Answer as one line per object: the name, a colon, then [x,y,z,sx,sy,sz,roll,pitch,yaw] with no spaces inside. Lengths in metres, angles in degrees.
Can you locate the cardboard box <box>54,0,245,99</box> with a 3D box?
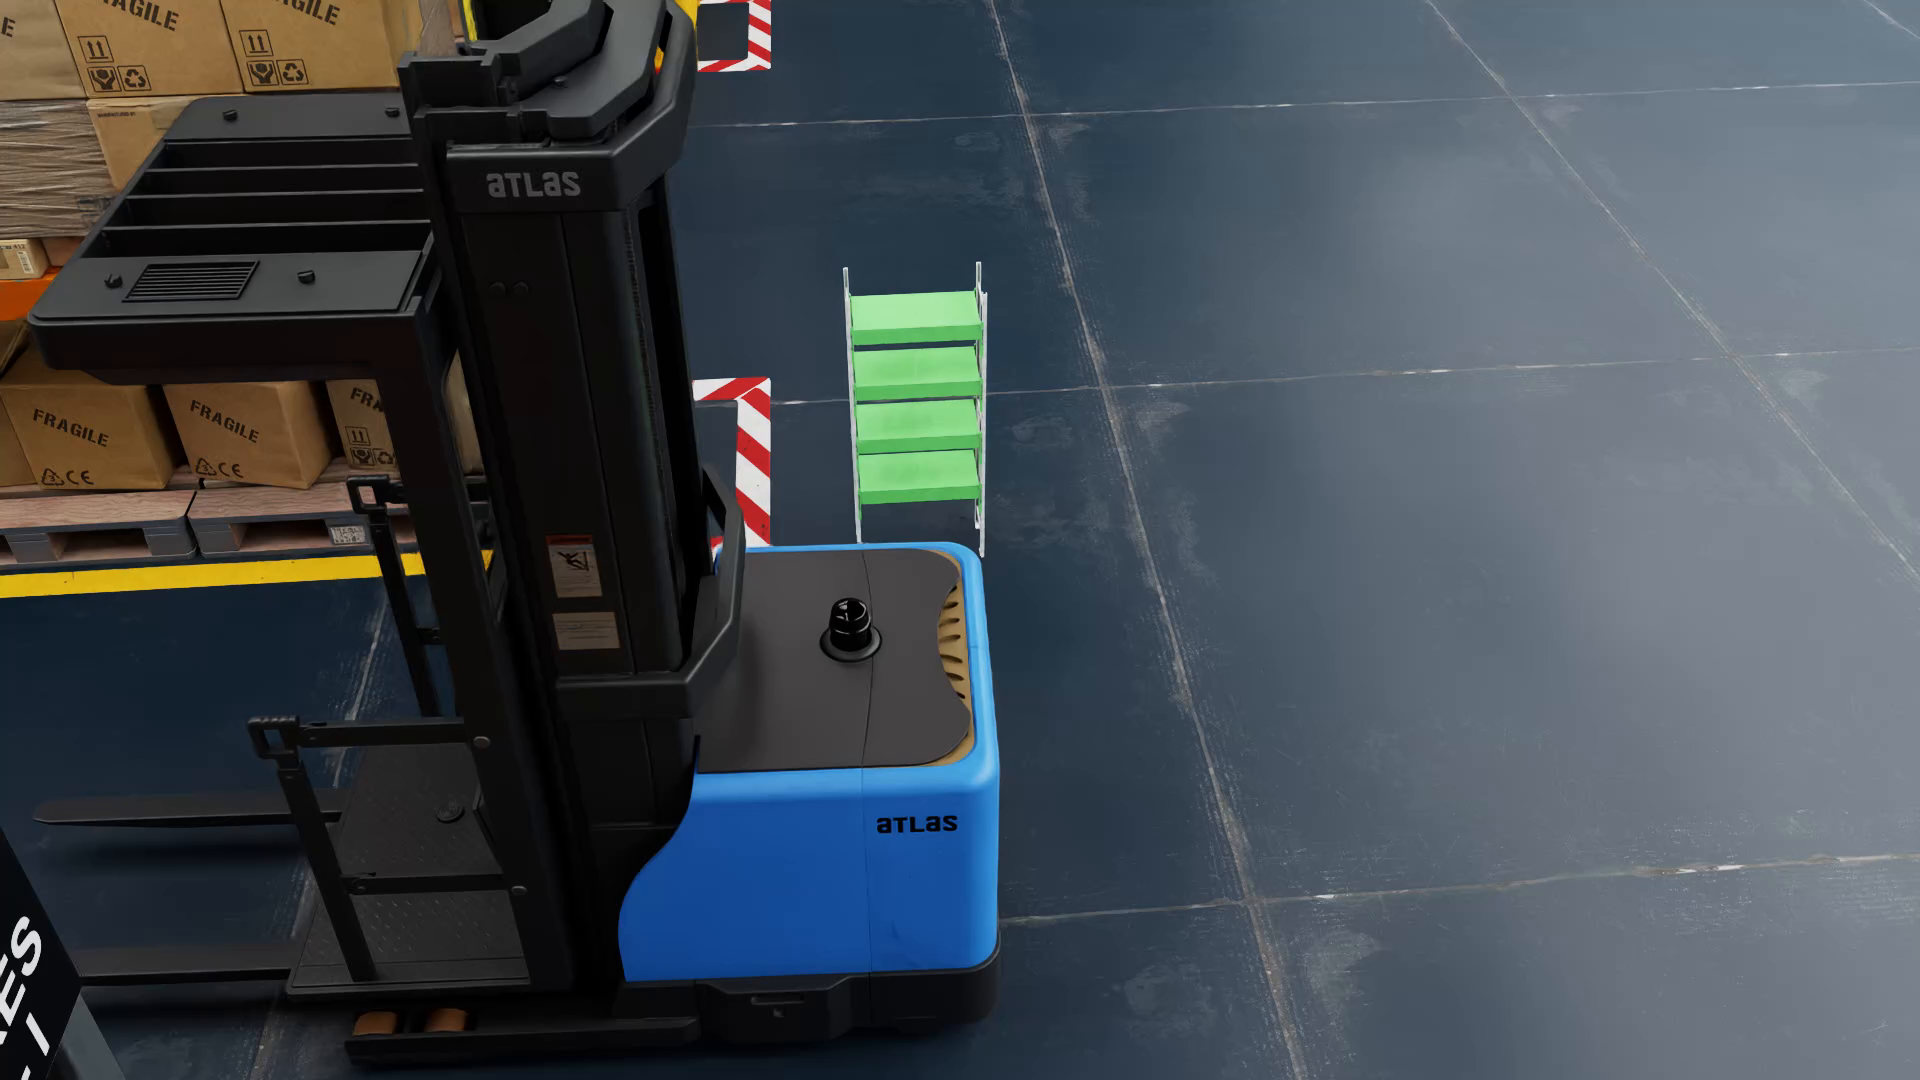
cardboard box: [-2.621,-1.802,5.484,0.500,0.500,0.500,-3,38,-4]

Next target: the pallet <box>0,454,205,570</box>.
pallet: [-3.698,-0.280,6.935,1.213,0.211,1.003,-3,38,-4]

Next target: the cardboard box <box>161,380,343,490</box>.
cardboard box: [-2.814,-0.572,6.733,0.500,0.500,0.500,6,39,8]

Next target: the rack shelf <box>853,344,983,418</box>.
rack shelf: [-0.165,-0.600,6.258,0.480,0.148,0.258,-3,38,-4]

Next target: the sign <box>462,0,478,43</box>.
sign: [-1.568,-1.702,5.295,0.005,0.325,0.100,-3,38,-4]

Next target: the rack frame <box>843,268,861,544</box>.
rack frame: [-0.408,-0.449,6.350,0.015,1.200,0.240,-3,38,-4]

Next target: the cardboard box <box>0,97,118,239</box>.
cardboard box: [-3.137,-1.507,5.918,0.500,0.500,0.875,-3,38,-4]

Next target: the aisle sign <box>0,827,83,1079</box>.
aisle sign: [-1.113,0.384,1.743,0.004,0.787,0.394,-3,38,-4]

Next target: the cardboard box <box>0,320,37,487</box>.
cardboard box: [-3.999,-0.547,6.700,0.500,0.500,0.500,-6,39,-8]

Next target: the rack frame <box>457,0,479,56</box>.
rack frame: [-1.598,-1.467,6.187,0.127,3.000,1.000,-3,38,-4]

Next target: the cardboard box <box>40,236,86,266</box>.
cardboard box: [-3.107,-1.146,5.984,0.250,0.149,0.380,-3,38,-4]

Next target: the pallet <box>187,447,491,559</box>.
pallet: [-2.486,-0.345,7.017,1.213,0.211,1.003,-3,38,-4]

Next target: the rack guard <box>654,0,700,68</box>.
rack guard: [-1.912,-3.553,10.849,0.348,0.500,1.175,-3,38,-4]

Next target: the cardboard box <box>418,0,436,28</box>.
cardboard box: [-2.170,-2.153,5.929,0.500,0.500,0.500,-3,38,-4]

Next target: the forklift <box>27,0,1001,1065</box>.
forklift: [-1.417,0.033,4.342,3.031,2.935,1.130,-2,38,-2]

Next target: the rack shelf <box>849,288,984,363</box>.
rack shelf: [-0.165,-0.789,6.109,0.480,0.148,0.258,-3,38,-4]

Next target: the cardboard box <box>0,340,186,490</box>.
cardboard box: [-3.439,-0.550,6.704,0.500,0.500,0.500,0,38,0]

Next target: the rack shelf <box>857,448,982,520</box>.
rack shelf: [-0.165,-0.223,6.555,0.480,0.148,0.258,-3,38,-4]

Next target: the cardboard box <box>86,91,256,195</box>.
cardboard box: [-2.635,-1.508,5.919,0.500,0.500,0.875,-3,38,-4]

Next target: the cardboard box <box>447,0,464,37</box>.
cardboard box: [-3.482,-3.736,10.439,0.875,0.875,0.875,-4,38,-5]

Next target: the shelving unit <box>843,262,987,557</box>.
shelving unit: [-0.165,-0.462,6.367,0.503,1.200,0.258,-3,38,-4]

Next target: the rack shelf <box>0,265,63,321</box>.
rack shelf: [-3.590,-1.075,6.271,4.000,0.370,1.077,-3,38,-4]

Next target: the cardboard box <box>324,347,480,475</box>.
cardboard box: [-2.221,-0.626,6.801,0.500,0.500,0.500,4,38,4]

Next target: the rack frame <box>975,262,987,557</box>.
rack frame: [0.078,-0.475,6.384,0.015,1.200,0.240,-3,38,-4]

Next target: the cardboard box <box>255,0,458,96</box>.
cardboard box: [-2.148,-1.609,6.047,0.500,0.500,0.875,-3,38,-4]

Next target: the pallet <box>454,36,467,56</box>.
pallet: [-2.726,-3.346,10.820,1.213,0.211,1.003,-3,38,-4]

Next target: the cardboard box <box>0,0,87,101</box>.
cardboard box: [-3.119,-1.776,5.451,0.500,0.500,0.500,-3,38,-4]

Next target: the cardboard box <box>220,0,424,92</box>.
cardboard box: [-2.124,-1.833,5.523,0.500,0.500,0.500,-3,38,-4]

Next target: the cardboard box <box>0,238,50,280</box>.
cardboard box: [-3.348,-1.078,5.897,0.250,0.149,0.380,-3,38,-4]

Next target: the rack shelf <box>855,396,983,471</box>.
rack shelf: [-0.165,-0.412,6.406,0.480,0.148,0.258,-3,38,-4]
